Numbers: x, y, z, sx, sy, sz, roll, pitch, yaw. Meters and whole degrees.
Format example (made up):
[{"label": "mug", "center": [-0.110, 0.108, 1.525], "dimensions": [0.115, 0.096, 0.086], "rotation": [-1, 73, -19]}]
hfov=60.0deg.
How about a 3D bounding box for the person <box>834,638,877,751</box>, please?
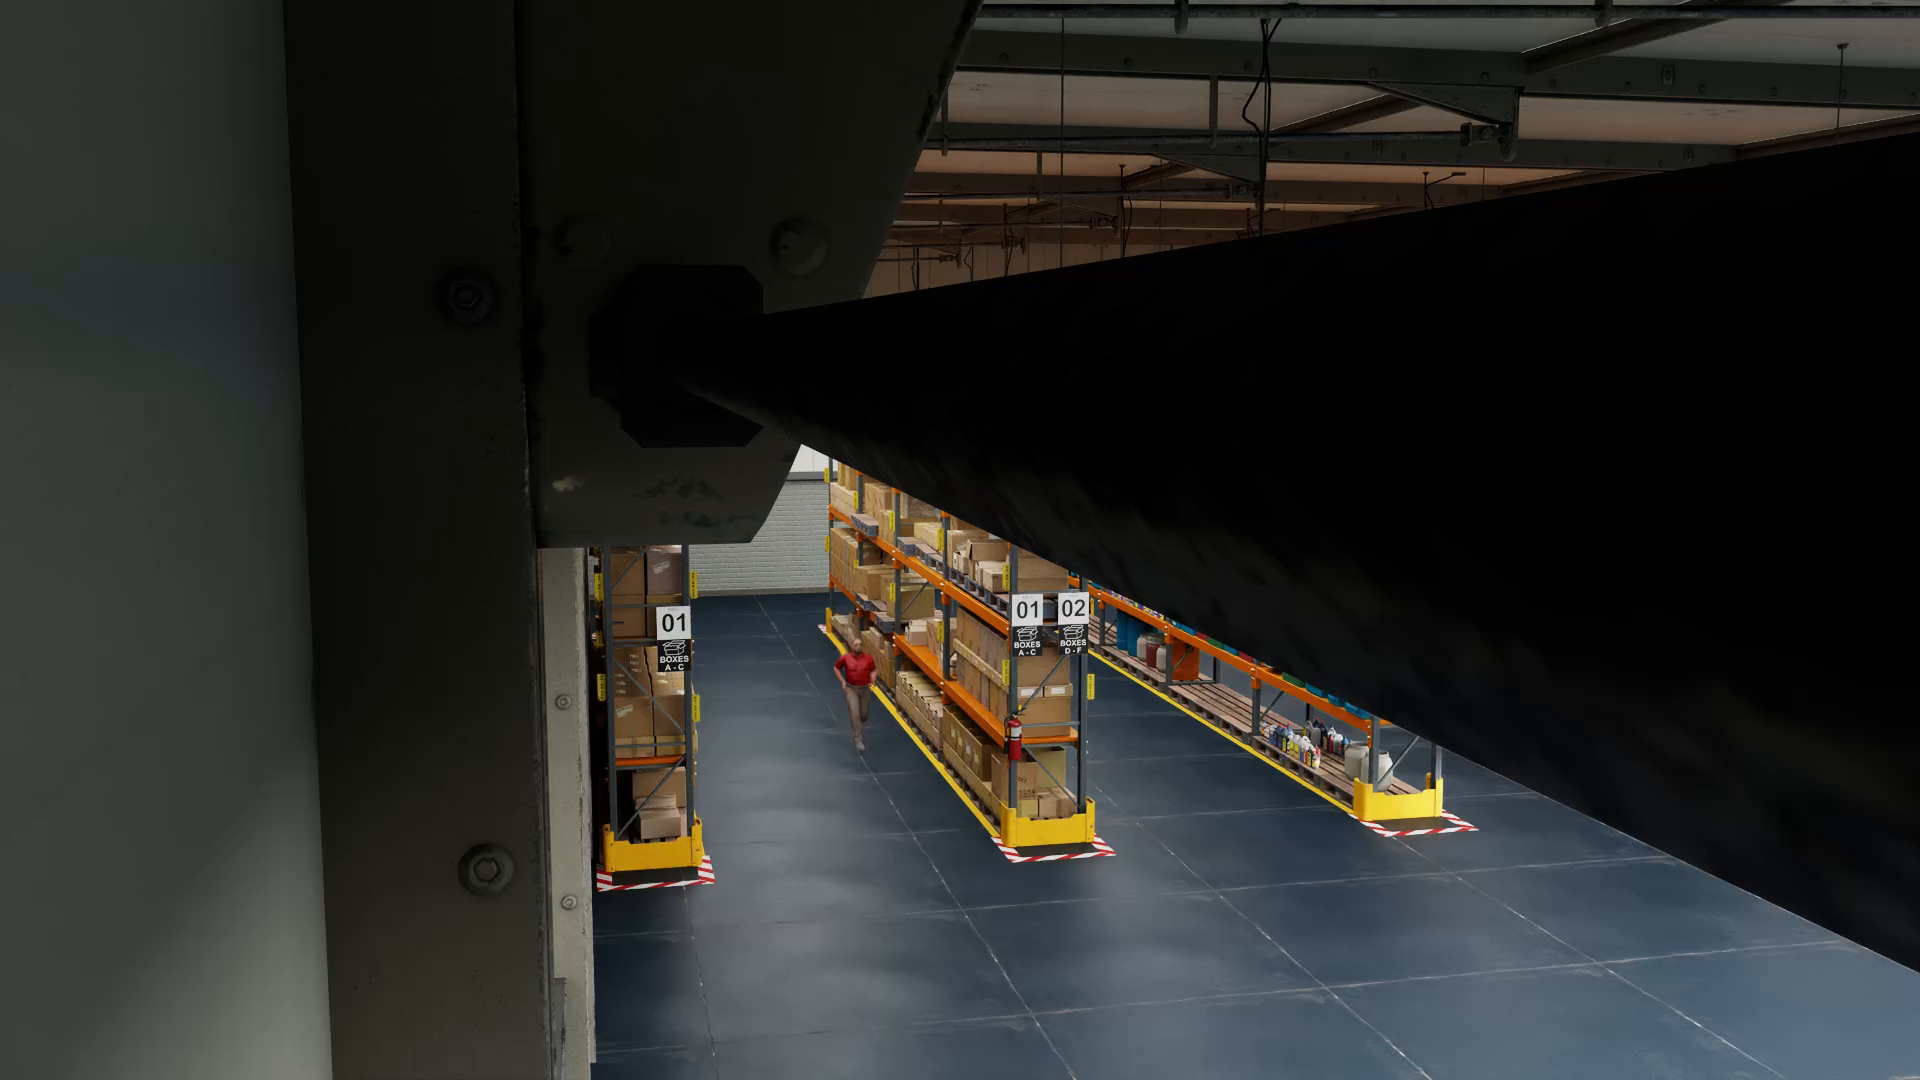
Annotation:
[{"label": "person", "center": [-1.629, 2.394, 26.186], "dimensions": [0.663, 1.724, 0.861], "rotation": [-2, 7, -17]}]
